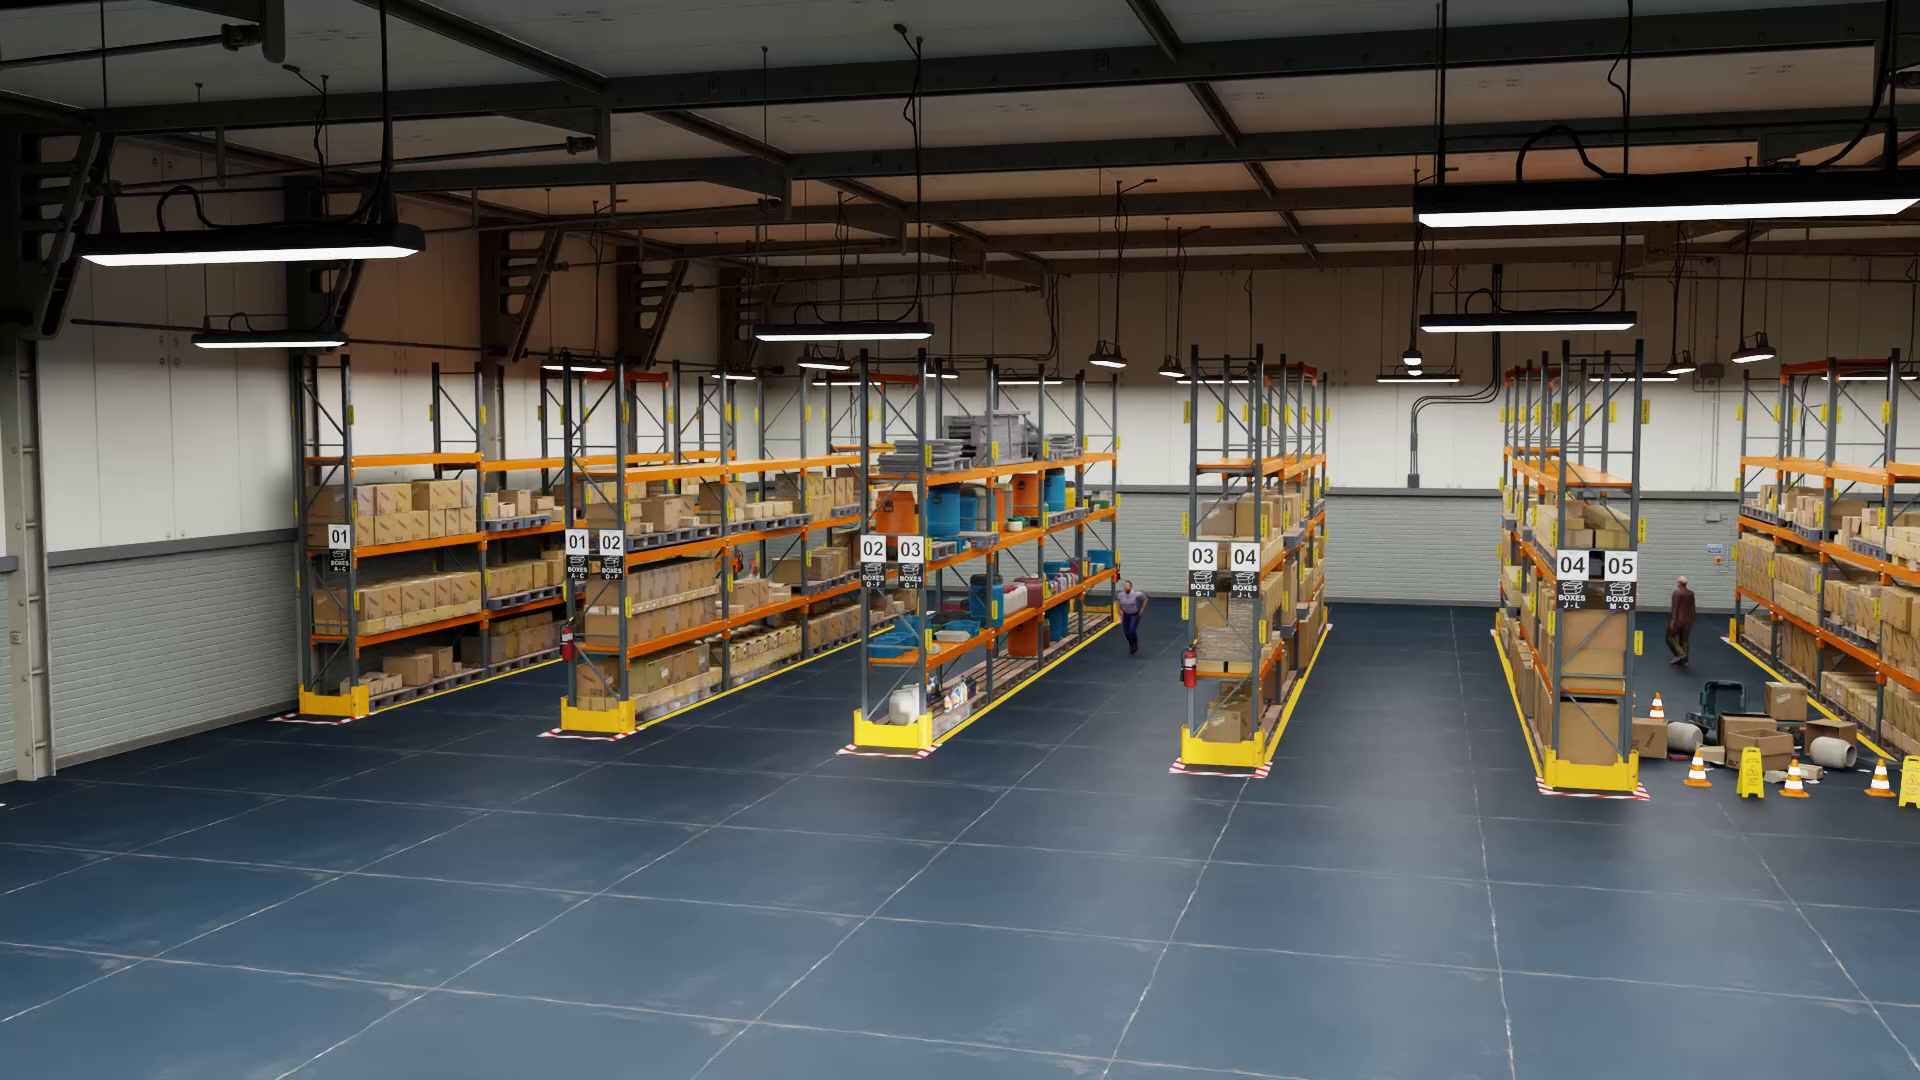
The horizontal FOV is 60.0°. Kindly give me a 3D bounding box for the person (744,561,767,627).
[{"bbox_3d":[-4.605,1.329,37.038,0.664,1.724,1.034,1,4,16],"label":"person"}]

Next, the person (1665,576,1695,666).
[{"bbox_3d":[14.441,1.620,33.232,0.638,1.779,0.539,-2,5,-22],"label":"person"}]

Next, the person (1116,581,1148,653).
[{"bbox_3d":[3.604,1.619,34.831,0.638,1.550,0.749,2,5,25],"label":"person"}]
